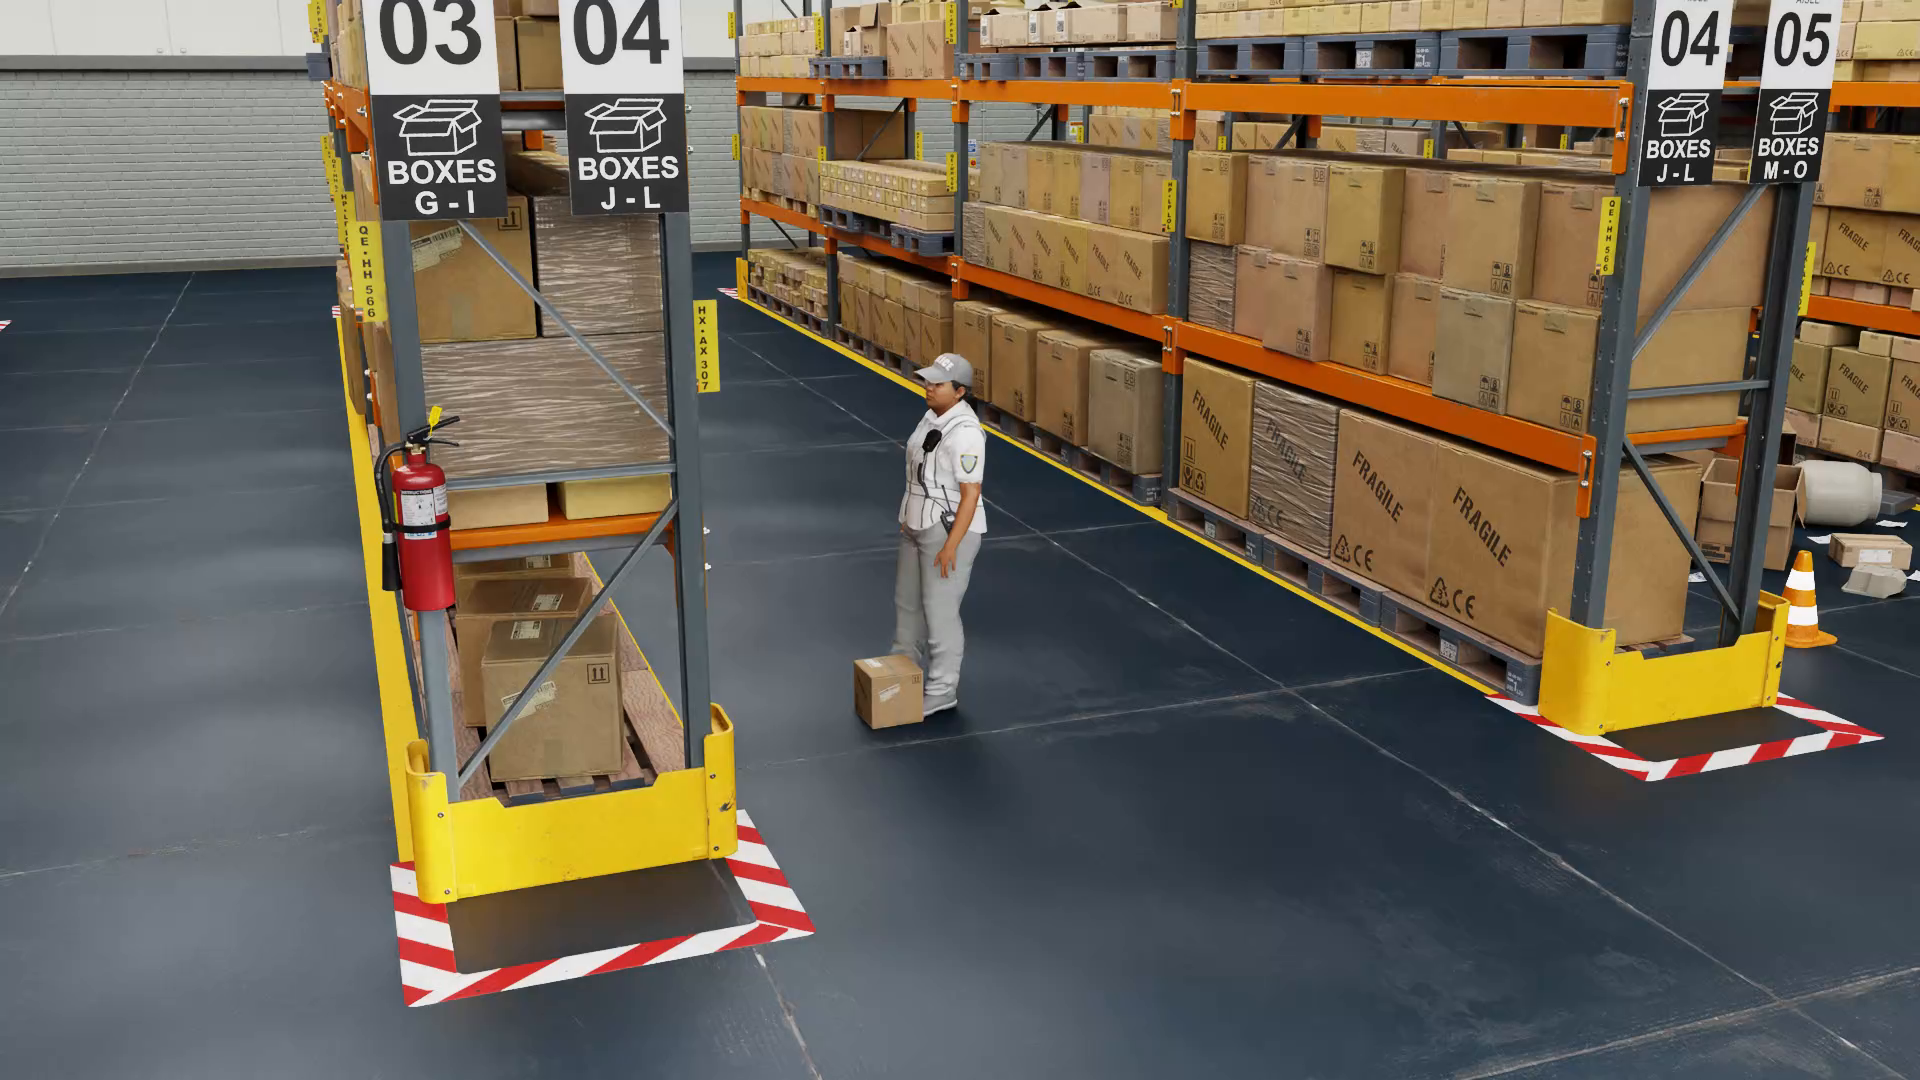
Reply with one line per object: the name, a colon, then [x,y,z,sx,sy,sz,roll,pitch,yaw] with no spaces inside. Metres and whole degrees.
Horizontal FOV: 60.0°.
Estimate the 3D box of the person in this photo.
person: [-0.170,-0.023,7.567,0.529,1.670,0.598,-6,17,-20]
